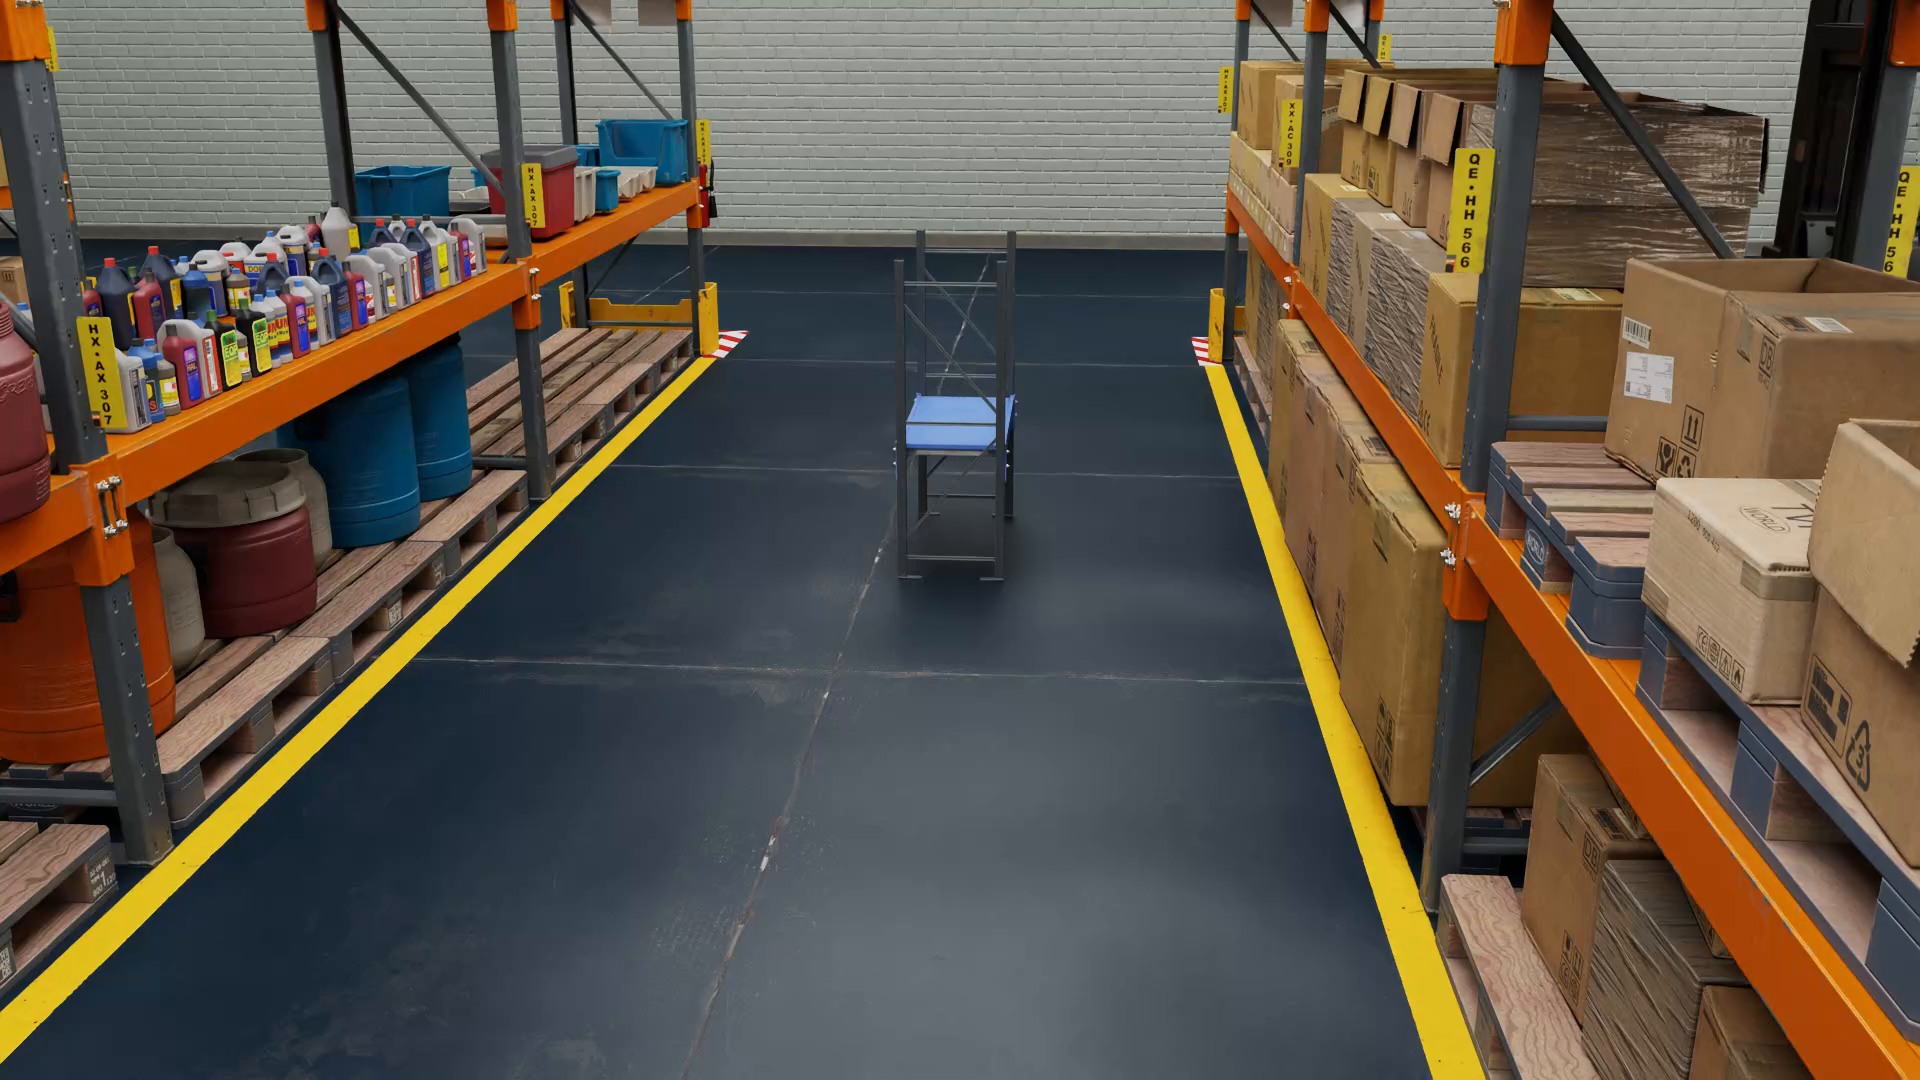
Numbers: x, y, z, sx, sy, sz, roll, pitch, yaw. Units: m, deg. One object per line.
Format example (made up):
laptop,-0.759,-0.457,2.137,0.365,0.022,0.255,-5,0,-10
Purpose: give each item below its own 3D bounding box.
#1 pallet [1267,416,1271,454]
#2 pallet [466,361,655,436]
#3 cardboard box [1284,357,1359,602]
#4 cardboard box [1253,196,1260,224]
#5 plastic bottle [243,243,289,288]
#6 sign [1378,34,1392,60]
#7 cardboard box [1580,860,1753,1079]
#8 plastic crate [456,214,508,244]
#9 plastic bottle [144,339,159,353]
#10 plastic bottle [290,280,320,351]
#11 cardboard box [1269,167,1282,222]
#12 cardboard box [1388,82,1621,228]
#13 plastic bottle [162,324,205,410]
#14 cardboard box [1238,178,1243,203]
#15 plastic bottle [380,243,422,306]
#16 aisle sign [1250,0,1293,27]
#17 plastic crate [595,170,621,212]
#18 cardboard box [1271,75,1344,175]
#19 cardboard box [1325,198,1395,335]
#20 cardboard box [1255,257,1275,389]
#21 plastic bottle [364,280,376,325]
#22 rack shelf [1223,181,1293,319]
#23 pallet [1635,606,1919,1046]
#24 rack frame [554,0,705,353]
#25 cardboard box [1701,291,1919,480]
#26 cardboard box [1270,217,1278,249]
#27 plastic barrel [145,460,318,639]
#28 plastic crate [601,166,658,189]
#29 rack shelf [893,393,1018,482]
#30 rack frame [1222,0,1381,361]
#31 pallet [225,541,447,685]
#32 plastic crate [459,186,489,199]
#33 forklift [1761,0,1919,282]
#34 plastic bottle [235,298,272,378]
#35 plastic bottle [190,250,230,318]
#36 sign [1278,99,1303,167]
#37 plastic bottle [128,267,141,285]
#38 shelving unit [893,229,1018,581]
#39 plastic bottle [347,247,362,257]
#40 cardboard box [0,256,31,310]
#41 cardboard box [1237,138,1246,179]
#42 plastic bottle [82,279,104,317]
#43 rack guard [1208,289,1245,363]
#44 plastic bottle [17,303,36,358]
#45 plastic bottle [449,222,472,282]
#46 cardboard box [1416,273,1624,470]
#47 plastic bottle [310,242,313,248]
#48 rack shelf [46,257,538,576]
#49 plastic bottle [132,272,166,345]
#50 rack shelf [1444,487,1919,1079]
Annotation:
pallet,2.321,-0.458,9.483,1.003,0.211,1.213,1,18,4
pallet,-2.653,-0.944,10.964,1.003,0.211,1.213,1,18,4
cardboard box,2.099,-0.262,7.144,1.225,0.875,0.875,1,18,2
cardboard box,1.994,-2.010,10.143,0.380,0.149,0.250,2,18,5
plastic bottle,-3.080,-1.175,7.389,0.152,0.276,0.135,1,18,4
sign,3.015,-3.438,11.858,0.100,0.325,0.005,1,18,4
cardboard box,1.846,1.053,3.700,0.700,0.500,0.500,0,18,-1
plastic crate,-2.576,-1.704,9.134,0.396,0.136,0.243,1,18,4
plastic bottle,-2.778,-0.591,5.728,0.097,0.201,0.097,0,18,0
plastic bottle,-2.567,-0.878,6.490,0.097,0.271,0.097,0,18,0
cardboard box,1.993,-1.923,9.238,0.500,0.250,0.500,2,18,6
cardboard box,2.061,-1.469,6.316,0.797,0.503,0.637,2,18,6
plastic bottle,-2.616,-0.590,5.594,0.061,0.283,0.133,1,18,4
cardboard box,2.068,-2.329,11.117,0.380,0.149,0.250,1,18,3
plastic bottle,-2.520,-1.201,7.470,0.152,0.276,0.135,1,18,4
aisle sign,2.181,-4.056,11.809,0.394,0.787,0.004,1,18,4
plastic crate,-2.357,-2.207,10.515,0.416,0.233,0.300,1,18,4
cardboard box,1.995,-2.280,9.122,0.500,0.500,0.500,1,18,4
cardboard box,1.834,-1.148,6.948,0.500,0.500,0.500,1,18,3
cardboard box,2.444,-1.498,10.916,0.875,0.875,0.875,1,18,4
plastic bottle,-2.527,-1.015,7.023,0.097,0.201,0.097,0,18,0
rack shelf,2.332,-1.828,10.341,1.077,0.370,4.000,1,18,4
pallet,1.800,0.400,2.693,1.003,0.211,1.213,1,18,4
rack frame,-2.465,-2.902,12.462,1.000,3.000,0.127,1,18,4
cardboard box,1.962,-0.210,3.411,0.700,0.500,0.500,4,19,12
cardboard box,1.920,-1.691,9.171,0.380,0.149,0.250,1,18,3
plastic barrel,-2.940,0.026,6.725,0.600,0.588,0.708,1,18,4
plastic crate,-2.343,-2.548,11.709,0.396,0.136,0.243,1,18,4
rack shelf,-0.006,-0.515,8.165,0.538,0.185,1.000,1,18,4
rack frame,2.475,-2.791,12.125,1.000,3.000,0.127,1,18,4
pallet,-2.934,0.284,7.217,1.003,0.211,1.213,1,18,4
plastic crate,-2.927,-2.110,10.374,0.293,0.136,0.466,1,18,4
forklift,4.536,-1.339,7.803,1.130,2.935,3.031,1,18,3
plastic bottle,-2.580,-0.745,6.067,0.061,0.283,0.133,1,18,4
plastic bottle,-3.248,-1.106,7.180,0.152,0.276,0.135,1,18,4
sign,1.635,-2.010,8.223,0.100,0.325,0.005,1,18,4
plastic bottle,-3.331,-0.951,6.695,0.061,0.283,0.133,1,18,4
shelving unit,-0.006,-0.686,8.109,0.538,1.500,1.048,1,18,4
plastic bottle,-2.656,-1.154,7.334,0.097,0.271,0.097,0,18,0
cardboard box,-7.199,-1.861,12.592,0.500,0.500,0.500,1,18,4
cardboard box,2.141,-2.557,11.172,0.500,0.250,0.500,1,18,3
plastic bottle,-3.353,-0.852,6.394,0.061,0.283,0.133,1,18,4
rack guard,2.477,-1.611,12.537,1.175,0.500,0.348,1,18,4
plastic bottle,-3.364,-0.719,6.008,0.097,0.271,0.097,0,18,0
plastic bottle,-2.429,-1.402,8.071,0.061,0.283,0.133,1,18,4
cardboard box,1.690,-0.513,5.011,0.500,0.500,0.500,2,18,6
plastic bottle,-3.203,-1.383,8.146,0.097,0.201,0.097,0,18,0
rack shelf,-2.895,-0.697,6.887,1.077,0.370,4.000,1,18,4
plastic bottle,-3.196,-0.906,6.559,0.061,0.283,0.133,1,18,4
rack shelf,1.758,0.656,2.758,1.077,0.370,4.000,1,18,4
